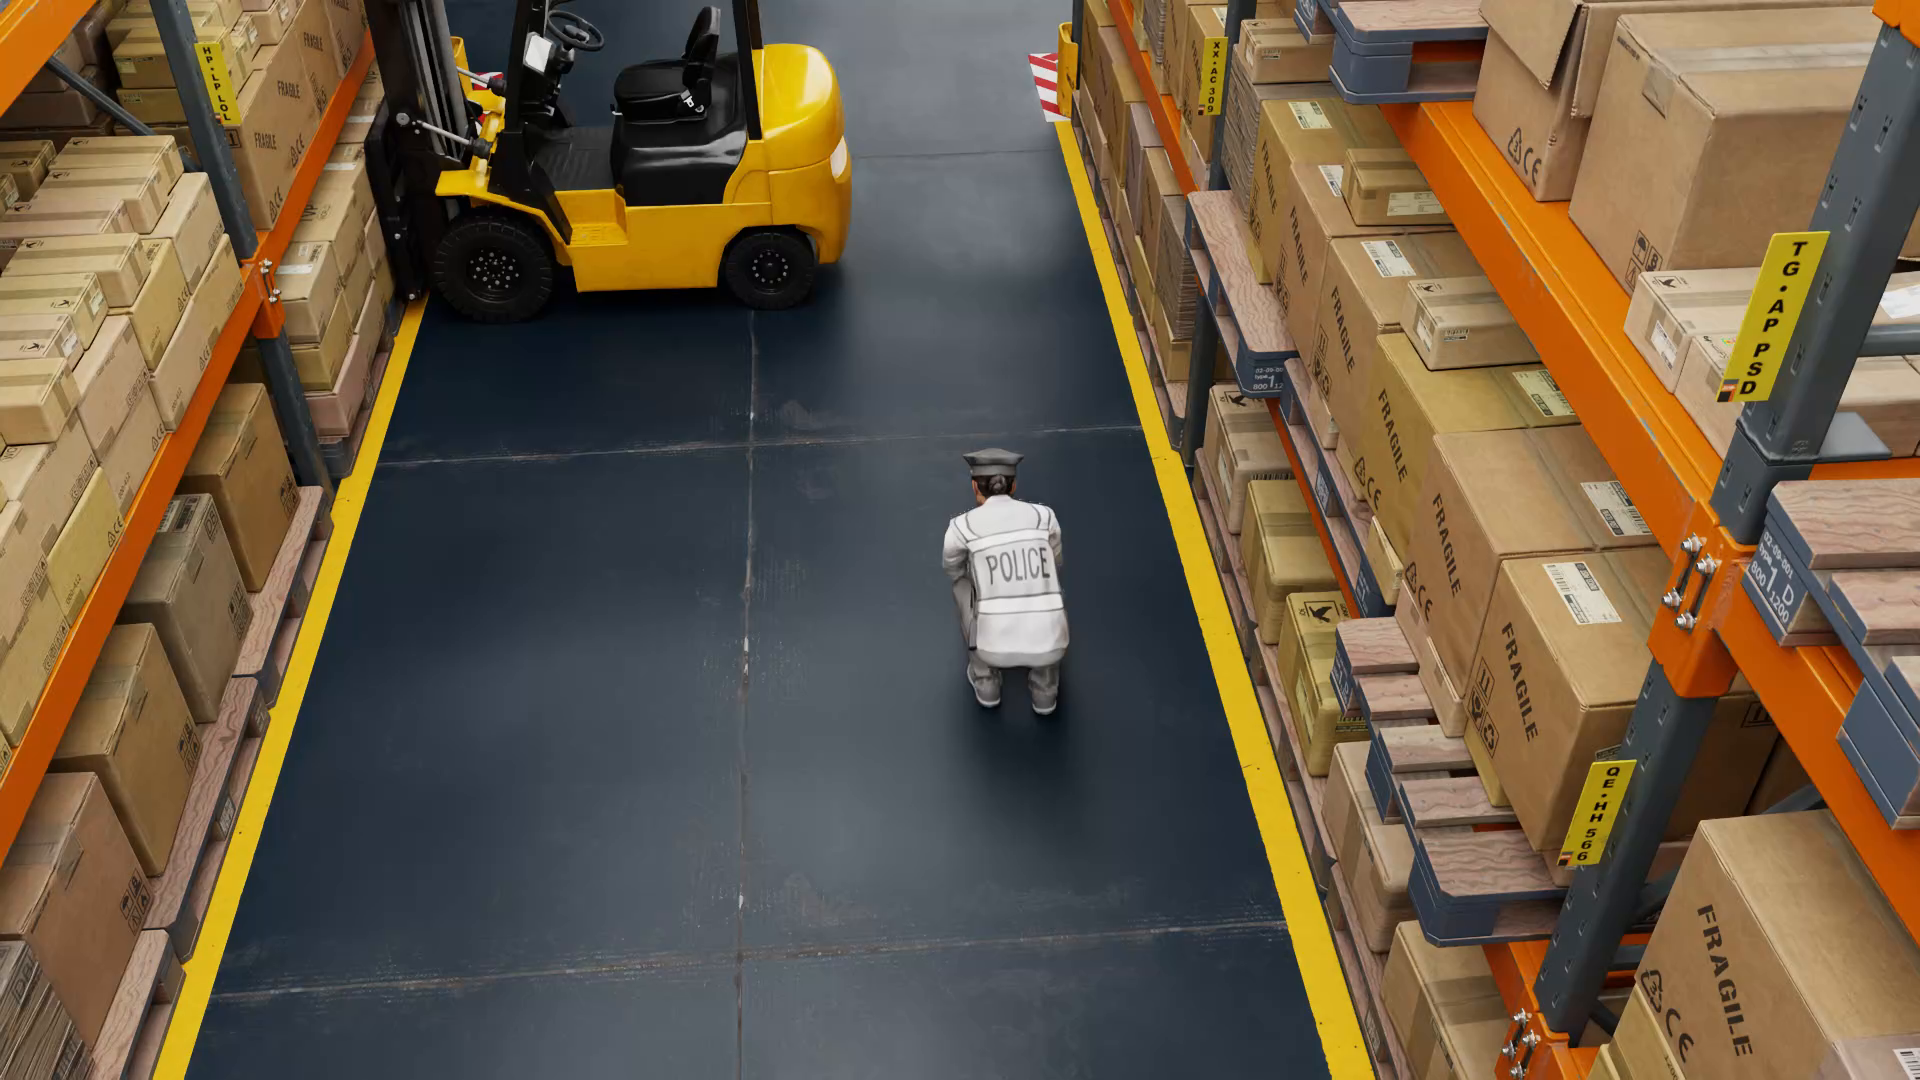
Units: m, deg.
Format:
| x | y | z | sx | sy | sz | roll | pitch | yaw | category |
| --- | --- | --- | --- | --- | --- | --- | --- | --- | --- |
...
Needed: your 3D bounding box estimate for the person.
| x | y | z | sx | sy | sz | roll | pitch | yaw | category |
| --- | --- | --- | --- | --- | --- | --- | --- | --- | --- |
| 0.184 | 0.171 | 6.503 | 0.493 | 0.967 | 0.831 | -2 | 39 | -2 | person |
